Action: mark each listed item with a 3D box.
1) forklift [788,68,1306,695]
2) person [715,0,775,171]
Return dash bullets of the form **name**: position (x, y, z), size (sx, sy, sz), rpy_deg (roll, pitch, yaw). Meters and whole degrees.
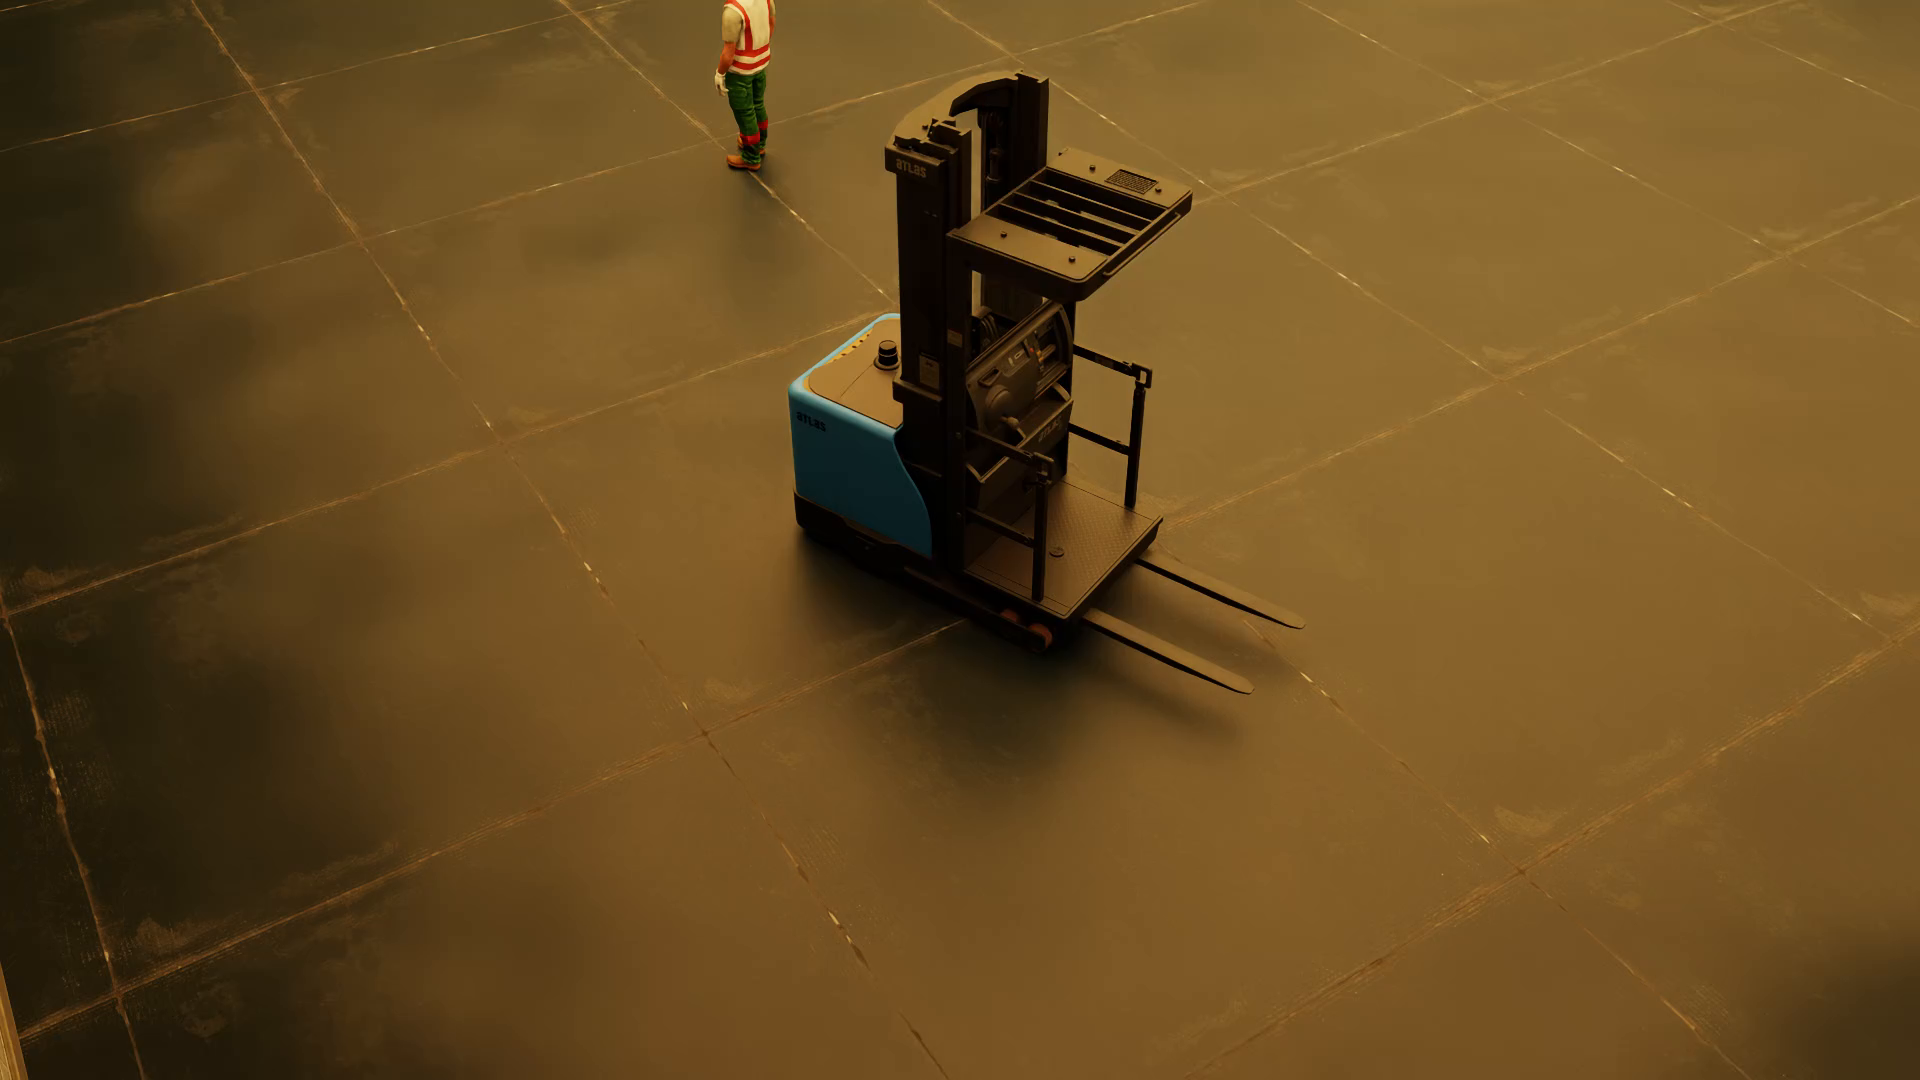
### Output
- **forklift**: position (0.496, -0.872, 8.869), size (3.031, 2.935, 1.130), rpy_deg (25, 47, 26)
- **person**: position (-1.738, -3.742, 13.010), size (0.564, 1.787, 0.637), rpy_deg (22, 46, 23)
